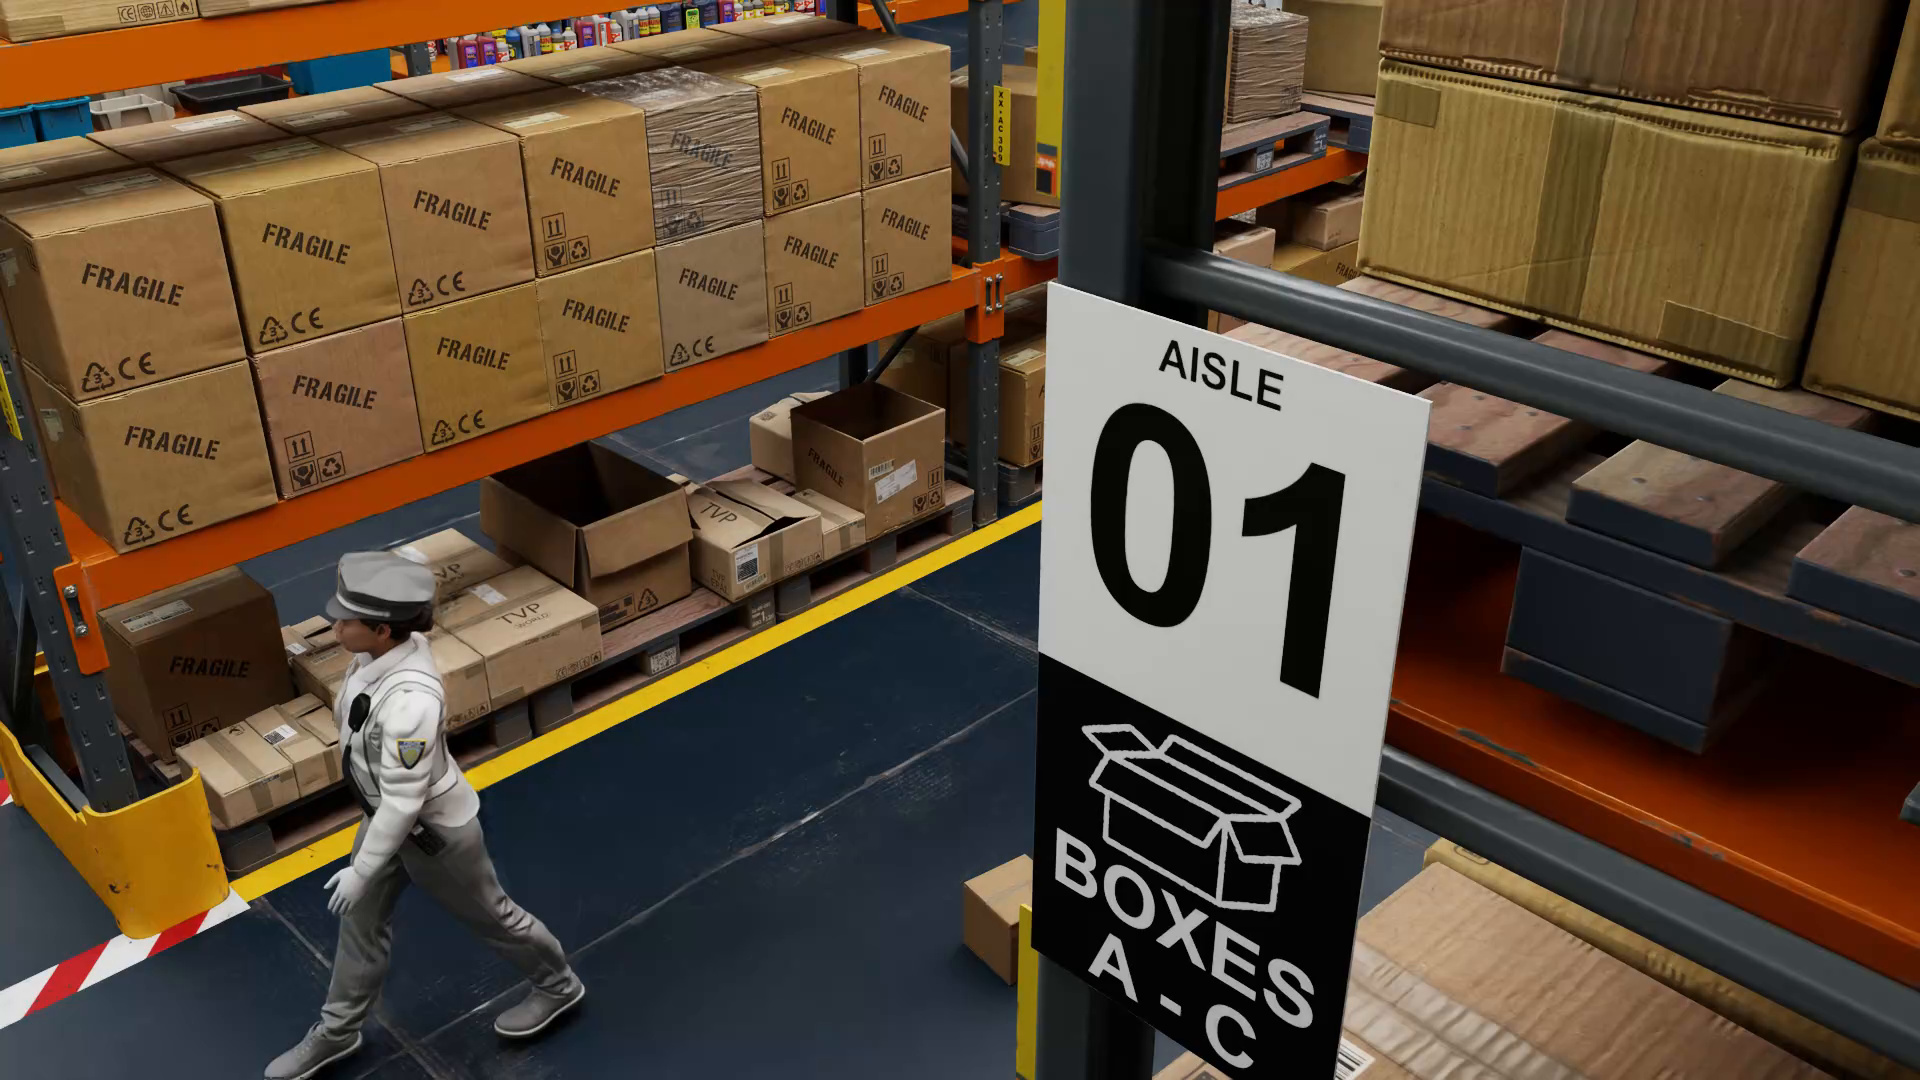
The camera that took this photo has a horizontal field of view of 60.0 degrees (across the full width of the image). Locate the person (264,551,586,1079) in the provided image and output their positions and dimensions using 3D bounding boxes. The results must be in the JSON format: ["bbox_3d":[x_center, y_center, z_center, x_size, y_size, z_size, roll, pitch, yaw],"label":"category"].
[{"bbox_3d":[-1.567,0.794,4.569,0.922,1.654,0.500,-15,31,-26],"label":"person"}]
